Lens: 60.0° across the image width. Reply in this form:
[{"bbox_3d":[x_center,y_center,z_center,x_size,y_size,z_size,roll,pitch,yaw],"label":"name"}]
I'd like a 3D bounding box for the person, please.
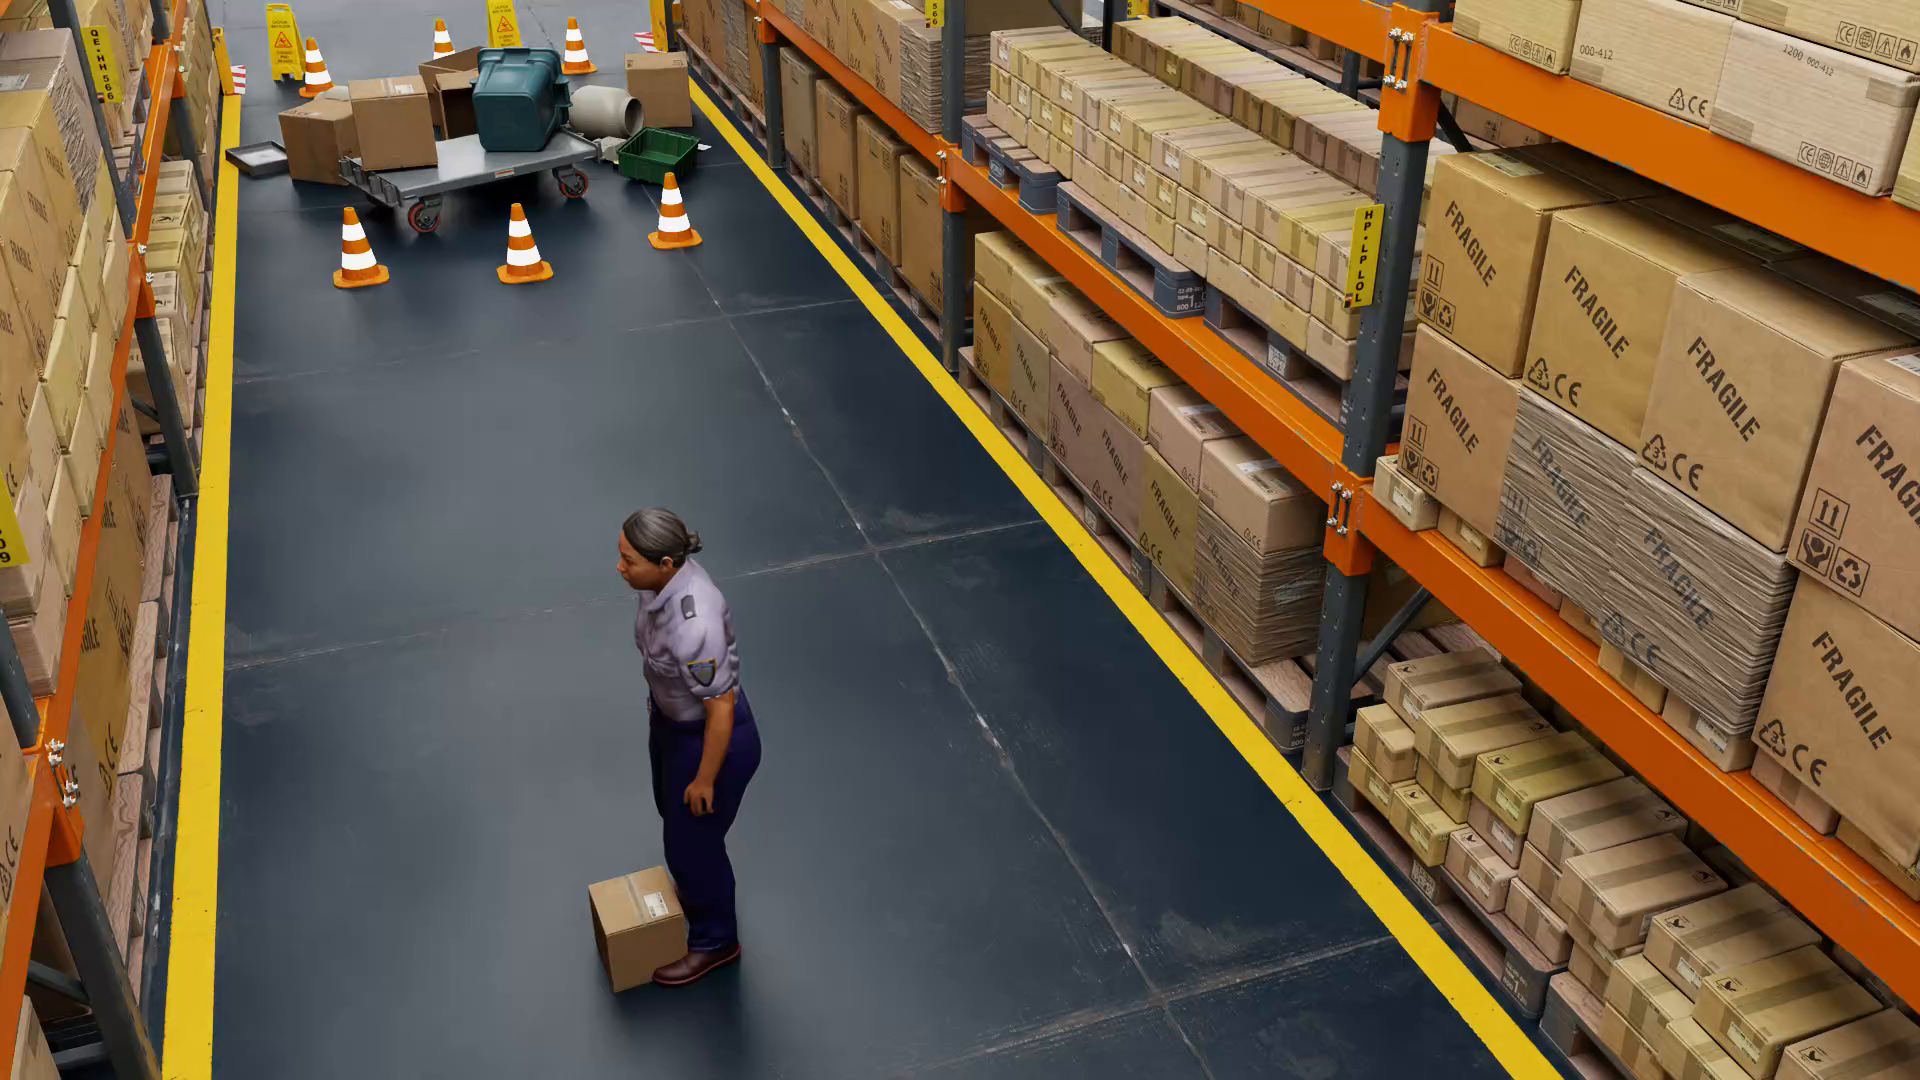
[{"bbox_3d":[-0.842,0.606,5.087,0.418,1.653,0.562,-12,32,-20],"label":"person"}]
